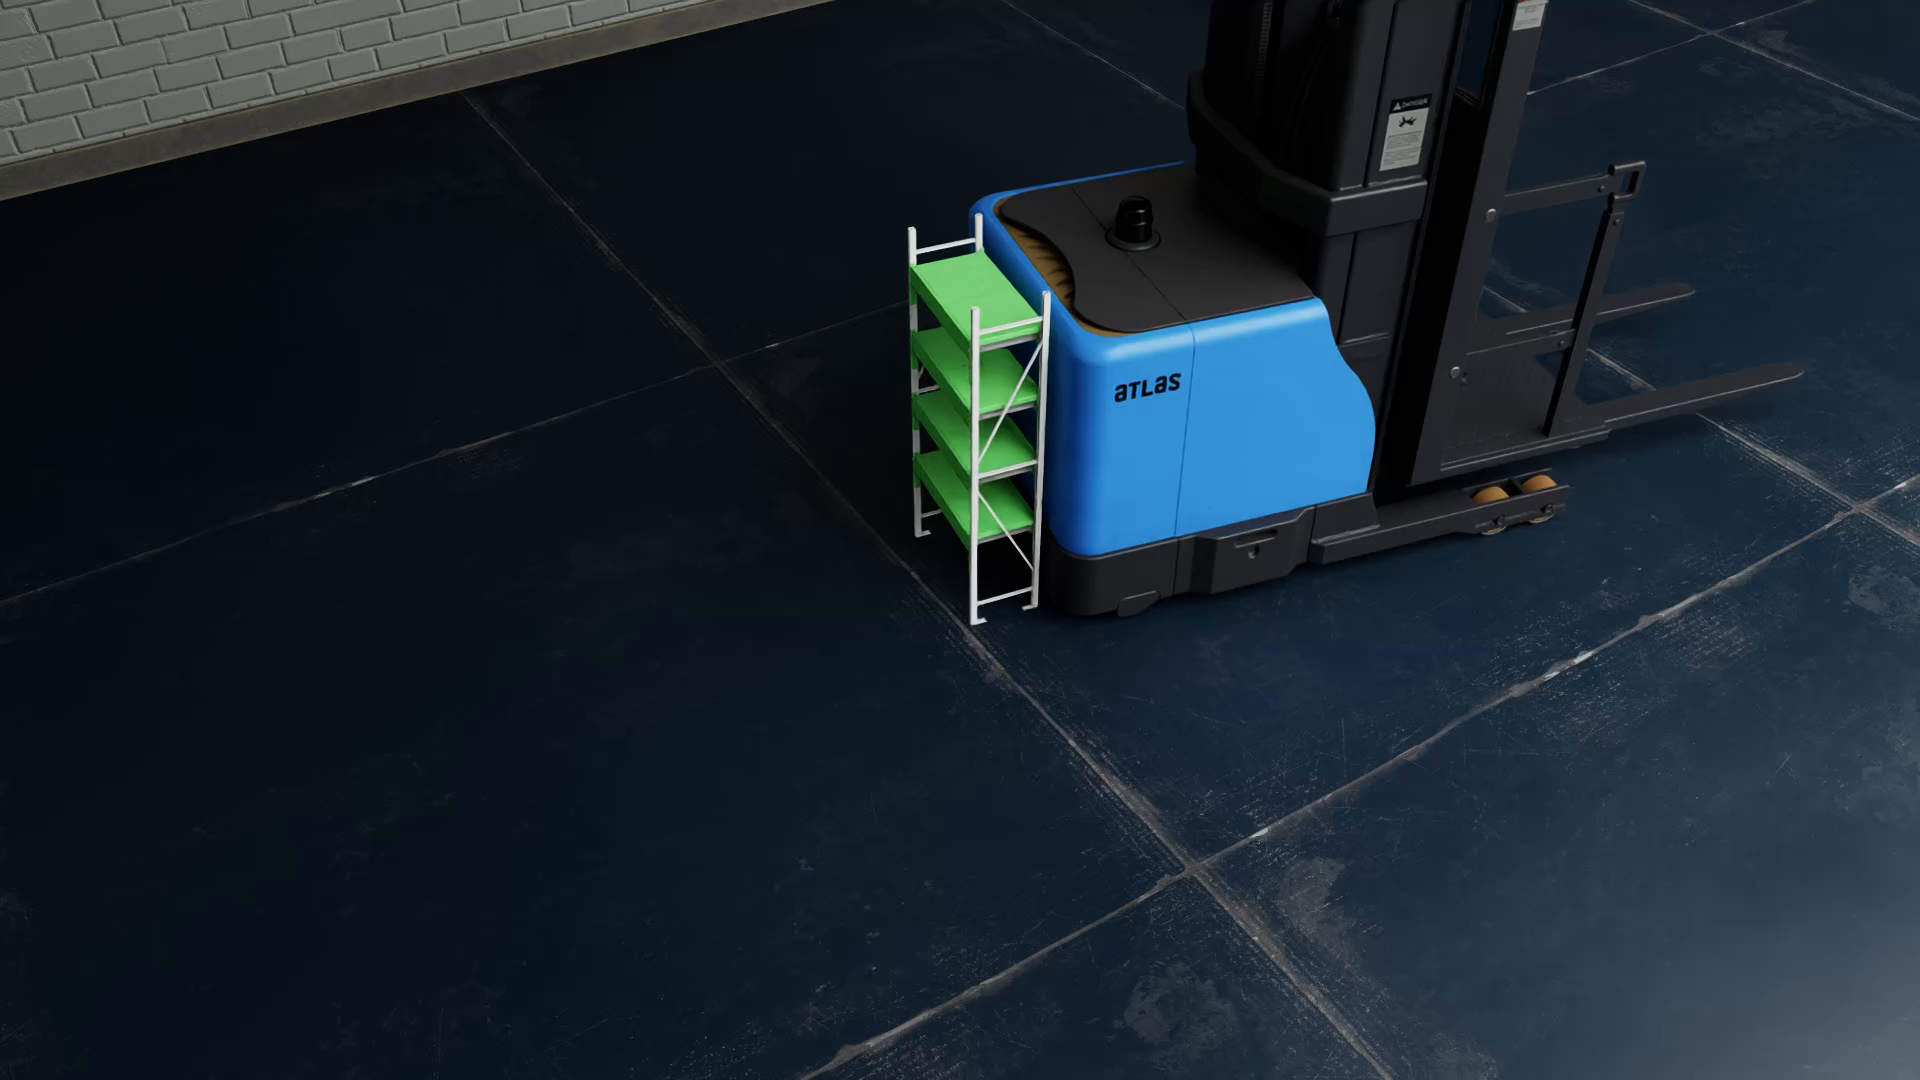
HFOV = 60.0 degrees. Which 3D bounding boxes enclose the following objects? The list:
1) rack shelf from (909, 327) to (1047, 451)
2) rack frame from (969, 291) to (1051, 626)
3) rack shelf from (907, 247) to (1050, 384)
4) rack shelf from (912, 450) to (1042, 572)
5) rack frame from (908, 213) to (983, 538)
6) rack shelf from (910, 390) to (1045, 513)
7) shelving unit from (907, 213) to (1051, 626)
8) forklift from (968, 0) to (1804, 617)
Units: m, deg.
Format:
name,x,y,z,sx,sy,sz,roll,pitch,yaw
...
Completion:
name,x,y,z,sx,sy,sz,roll,pitch,yaw
rack shelf,0.050,-0.494,5.131,0.258,0.148,0.480,-15,42,-17
rack frame,0.144,-0.215,5.070,0.240,1.200,0.015,-15,42,-17
rack shelf,0.050,-0.678,4.977,0.258,0.148,0.480,-15,42,-17
rack shelf,0.050,-0.125,5.438,0.258,0.148,0.480,-15,42,-17
rack frame,-0.044,-0.503,5.416,0.240,1.200,0.015,-15,42,-17
rack shelf,0.050,-0.310,5.284,0.258,0.148,0.480,-15,42,-17
shelving unit,0.050,-0.359,5.243,0.258,1.200,0.503,-15,42,-17
forklift,1.586,-1.450,5.200,3.031,2.935,1.130,-13,42,-15
